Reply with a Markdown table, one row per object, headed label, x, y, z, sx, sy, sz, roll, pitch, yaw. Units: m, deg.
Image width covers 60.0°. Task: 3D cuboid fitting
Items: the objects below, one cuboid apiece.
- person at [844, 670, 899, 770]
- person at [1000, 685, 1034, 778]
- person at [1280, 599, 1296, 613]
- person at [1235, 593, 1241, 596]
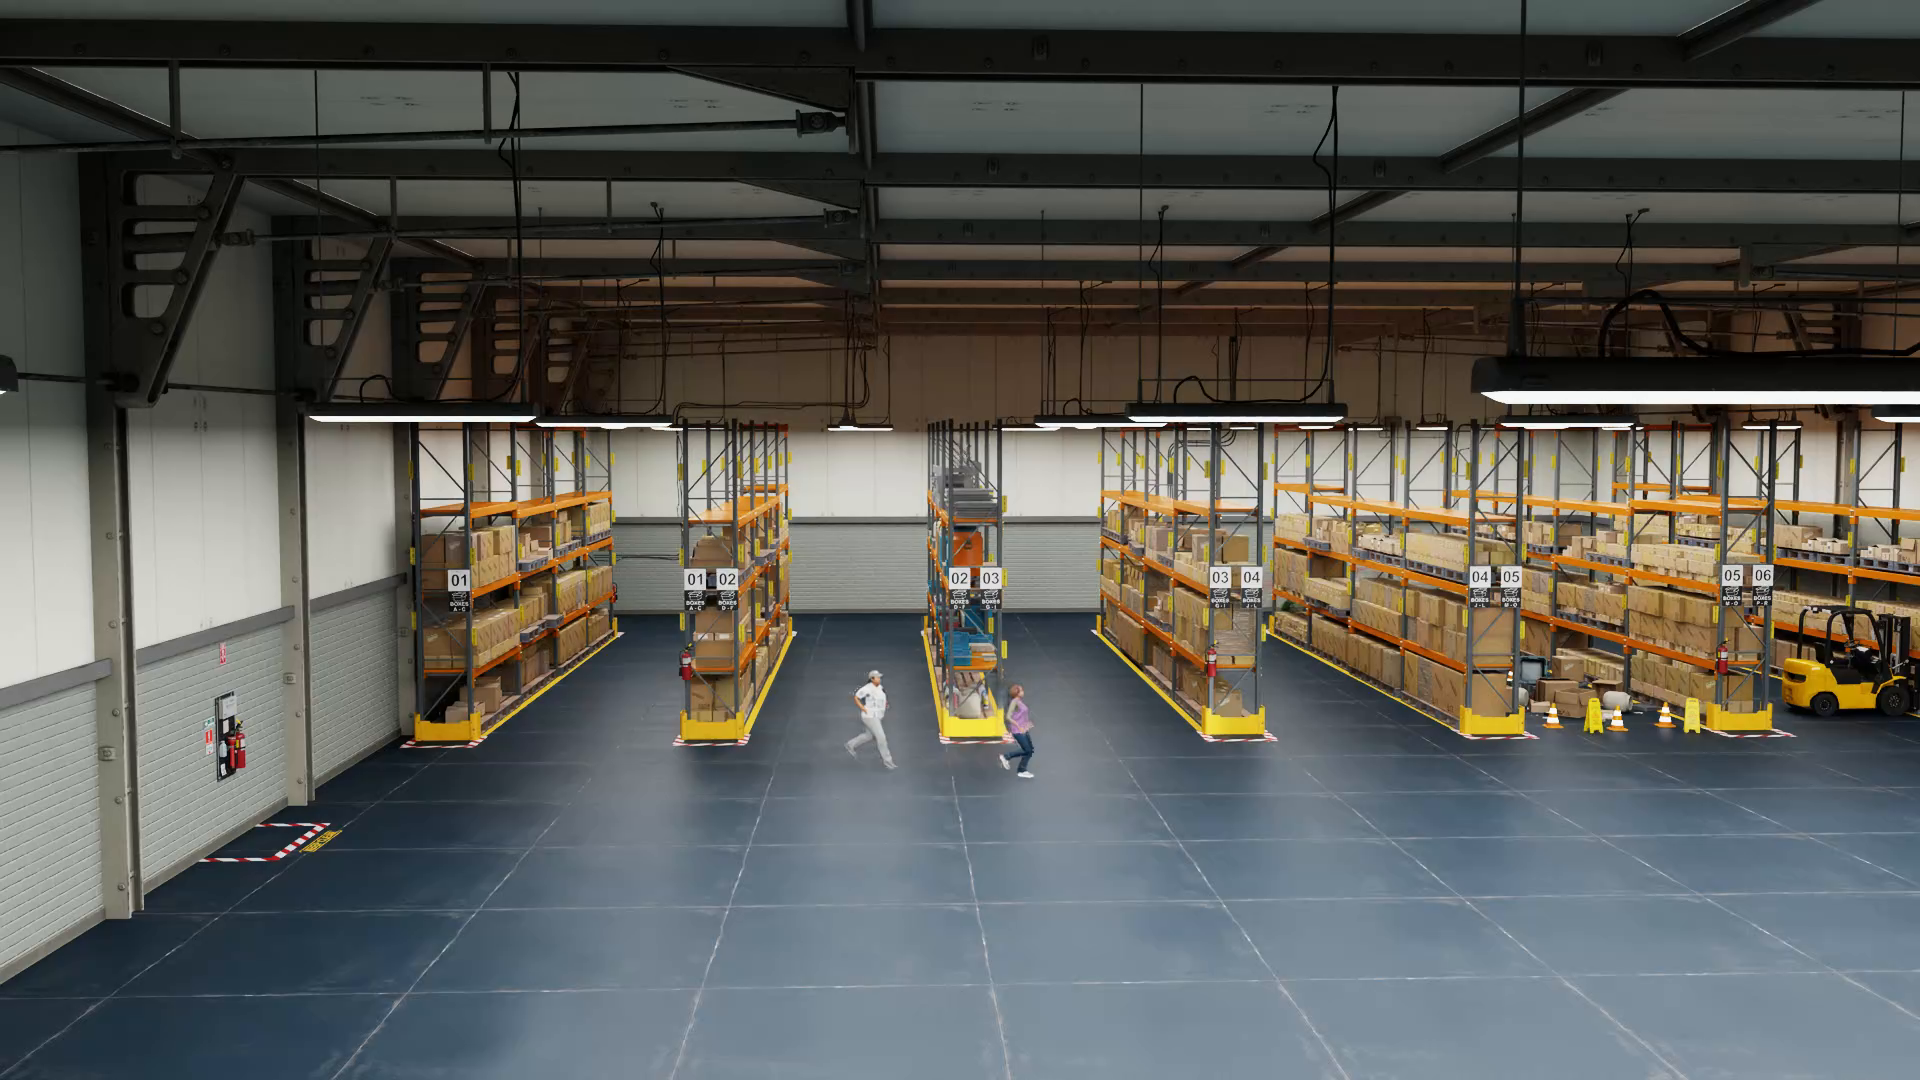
| label | x | y | z | sx | sy | sz | roll | pitch | yaw |
| --- | --- | --- | --- | --- | --- | --- | --- | --- | --- |
| person | -1.508 | 3.074 | 28.617 | 1.066 | 1.686 | 0.574 | 1 | 4 | 20 |
| person | 0.964 | 3.176 | 27.663 | 0.560 | 1.542 | 0.527 | 1 | 4 | 19 |
| person | 9.672 | 1.725 | 48.994 | 0.872 | 1.727 | 0.672 | 0 | 4 | 0 |
| person | 7.682 | 1.898 | 47.072 | 0.800 | 1.738 | 0.704 | 0 | 4 | 3 |
